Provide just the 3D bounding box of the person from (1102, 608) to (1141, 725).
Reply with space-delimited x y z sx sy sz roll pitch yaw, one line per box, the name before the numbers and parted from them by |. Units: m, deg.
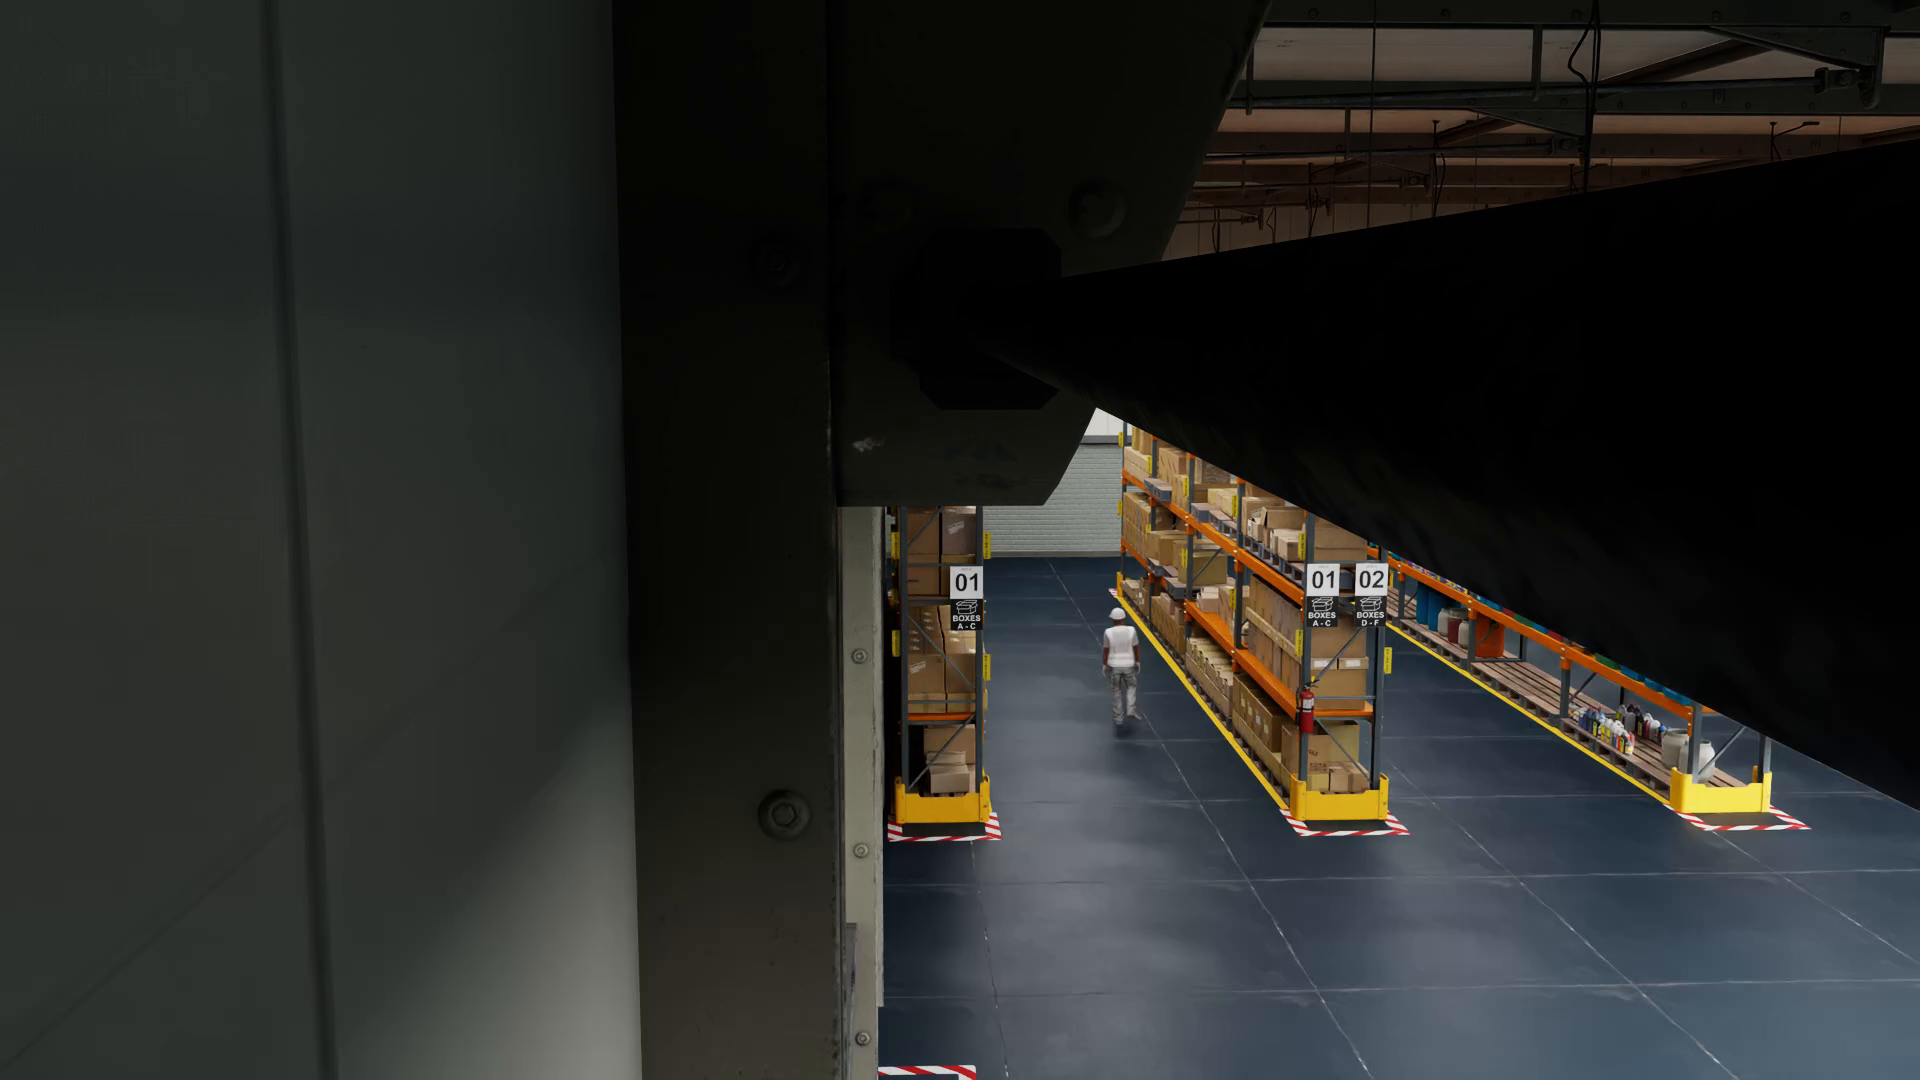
person | 2.450 1.923 25.182 0.587 1.778 0.508 -1 8 -6
